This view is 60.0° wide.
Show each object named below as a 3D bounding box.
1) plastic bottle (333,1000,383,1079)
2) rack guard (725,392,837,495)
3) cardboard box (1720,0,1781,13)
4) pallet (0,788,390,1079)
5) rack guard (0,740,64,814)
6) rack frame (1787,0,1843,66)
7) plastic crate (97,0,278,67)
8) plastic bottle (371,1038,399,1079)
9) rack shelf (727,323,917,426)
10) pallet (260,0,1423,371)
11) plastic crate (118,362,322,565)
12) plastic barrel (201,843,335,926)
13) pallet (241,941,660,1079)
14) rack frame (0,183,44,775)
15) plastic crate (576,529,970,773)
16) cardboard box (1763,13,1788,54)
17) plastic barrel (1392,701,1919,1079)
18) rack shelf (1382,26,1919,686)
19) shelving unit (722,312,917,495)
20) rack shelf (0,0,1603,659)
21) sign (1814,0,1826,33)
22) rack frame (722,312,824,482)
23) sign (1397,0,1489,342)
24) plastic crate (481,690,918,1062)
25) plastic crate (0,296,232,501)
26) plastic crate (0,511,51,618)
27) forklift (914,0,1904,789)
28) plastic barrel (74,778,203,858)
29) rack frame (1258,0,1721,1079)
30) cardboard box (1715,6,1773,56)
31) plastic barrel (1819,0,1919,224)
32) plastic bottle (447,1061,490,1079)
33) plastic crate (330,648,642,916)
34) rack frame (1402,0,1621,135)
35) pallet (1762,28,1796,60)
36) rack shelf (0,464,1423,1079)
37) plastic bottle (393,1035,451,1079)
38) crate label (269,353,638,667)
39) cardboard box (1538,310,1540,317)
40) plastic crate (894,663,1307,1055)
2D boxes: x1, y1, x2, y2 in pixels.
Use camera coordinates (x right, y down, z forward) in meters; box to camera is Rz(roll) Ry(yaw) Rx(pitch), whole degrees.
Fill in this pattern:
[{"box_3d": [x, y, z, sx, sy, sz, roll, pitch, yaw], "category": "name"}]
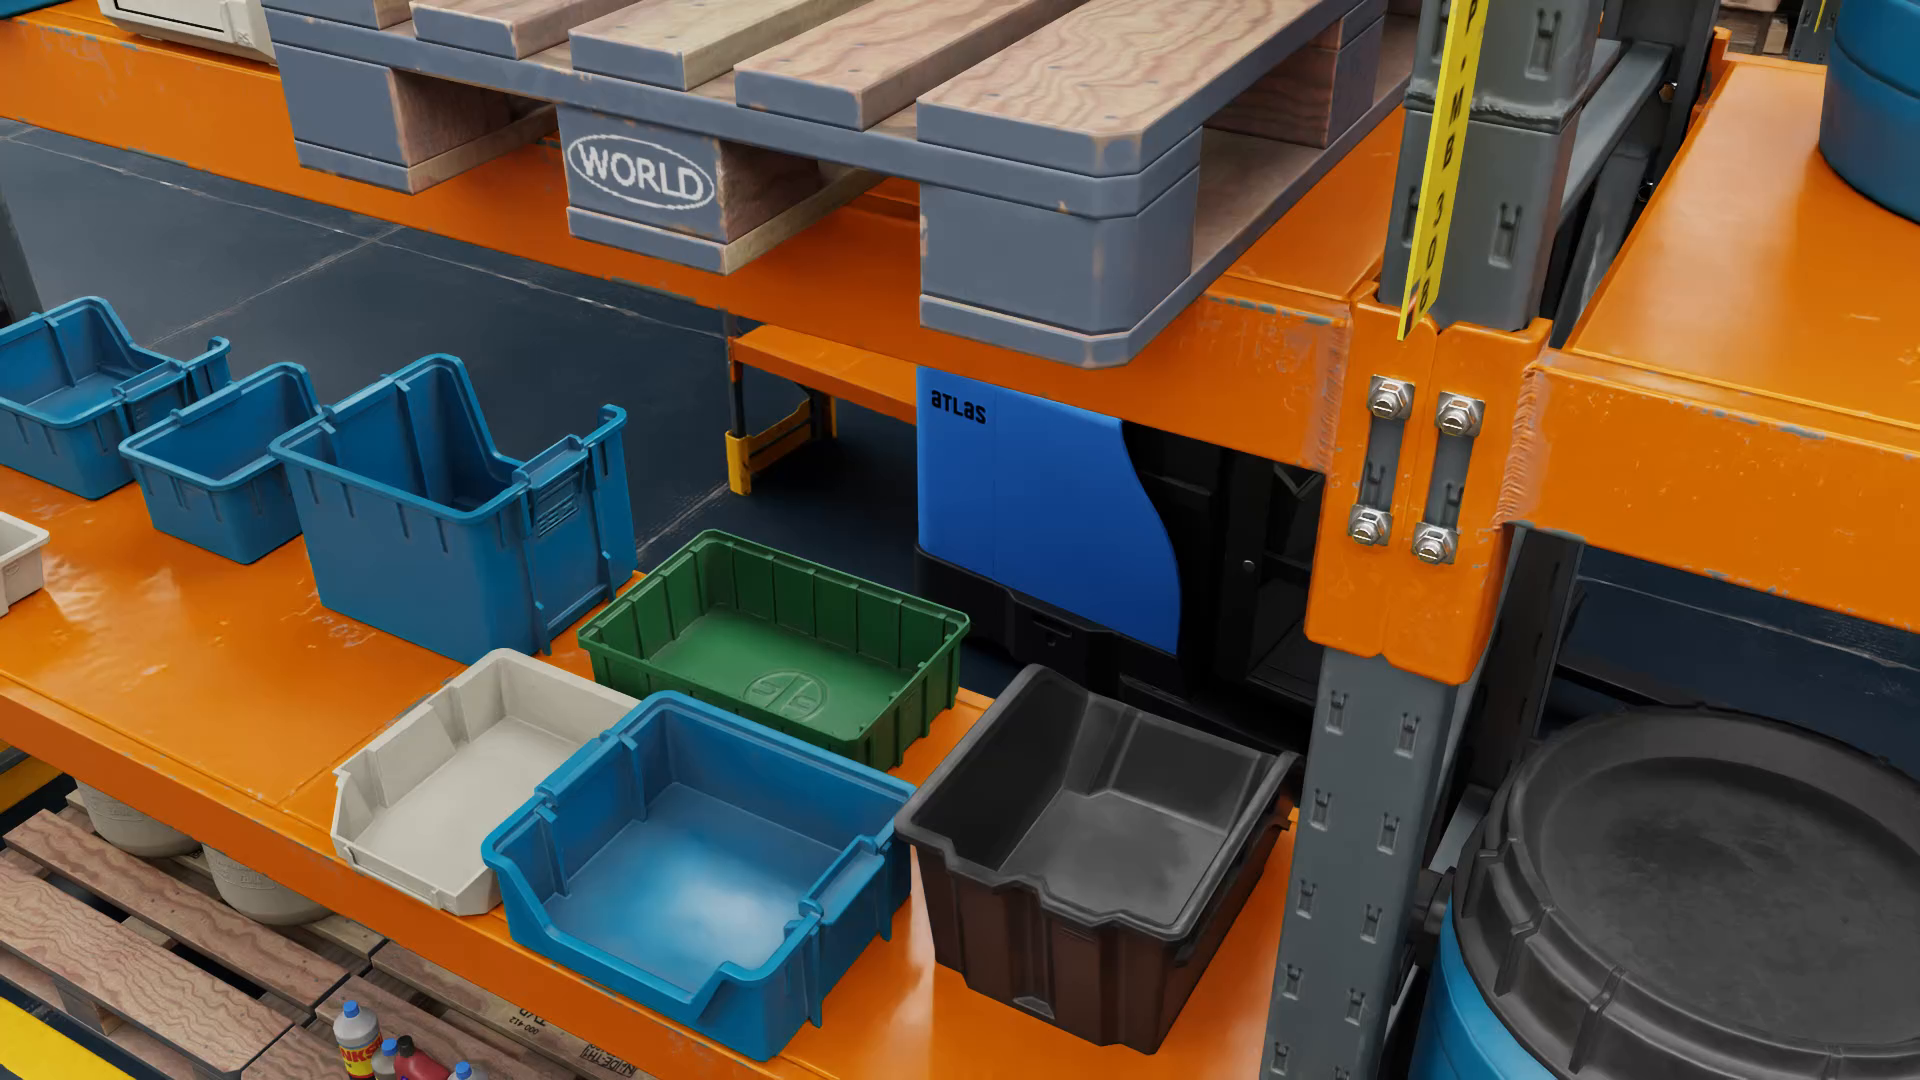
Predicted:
[{"box_3d": [-1.385, 1.170, 3.851, 0.097, 0.271, 0.097, 0, 34, 0], "category": "plastic bottle"}, {"box_3d": [-0.707, -0.421, 6.656, 0.087, 0.250, 0.587, 22, 39, 29], "category": "rack guard"}, {"box_3d": [2.787, -1.997, 5.867, 0.250, 0.149, 0.380, 18, 37, 24], "category": "cardboard box"}, {"box_3d": [-2.013, 0.954, 4.627, 1.213, 0.211, 1.003, 18, 37, 24], "category": "pallet"}, {"box_3d": [-2.715, 0.608, 4.886, 0.348, 0.500, 1.175, 18, 37, 24], "category": "rack guard"}, {"box_3d": [3.129, -1.713, 6.117, 0.127, 3.000, 1.000, 18, 37, 24], "category": "rack frame"}, {"box_3d": [-0.926, -0.716, 2.151, 0.396, 0.136, 0.243, 18, 37, 24], "category": "plastic crate"}, {"box_3d": [-1.295, 1.228, 3.828, 0.097, 0.201, 0.097, 0, 34, 0], "category": "plastic bottle"}, {"box_3d": [-0.311, -0.633, 6.171, 1.000, 0.185, 0.538, 22, 39, 29], "category": "rack shelf"}, {"box_3d": [-0.007, -0.652, 1.987, 1.003, 0.211, 1.213, 18, 37, 24], "category": "pallet"}, {"box_3d": [-1.661, -0.194, 3.969, 0.408, 0.251, 0.499, 18, 37, 24], "category": "plastic crate"}, {"box_3d": [-1.760, 0.712, 4.340, 0.421, 0.512, 0.421, 0, 34, 0], "category": "plastic barrel"}, {"box_3d": [-0.958, 1.290, 4.122, 1.213, 0.211, 1.003, 18, 37, 24], "category": "pallet"}, {"box_3d": [-2.805, -0.431, 4.191, 0.127, 3.000, 1.000, 18, 37, 24], "category": "rack frame"}, {"box_3d": [-0.370, 0.248, 3.362, 0.662, 0.188, 0.450, 18, 37, 24], "category": "plastic crate"}, {"box_3d": [5.105, -3.235, 10.561, 0.250, 0.166, 0.380, 13, 36, 18], "category": "cardboard box"}, {"box_3d": [0.853, 0.713, 2.021, 0.708, 0.901, 0.600, 18, 37, 24], "category": "plastic barrel"}, {"box_3d": [2.405, 0.270, 1.081, 4.000, 0.370, 1.077, 18, 37, 24], "category": "rack shelf"}, {"box_3d": [-0.304, -0.779, 6.067, 1.083, 1.500, 0.587, 22, 39, 29], "category": "shelving unit"}, {"box_3d": [-1.068, -0.830, 2.733, 4.000, 0.370, 1.077, 18, 37, 24], "category": "rack shelf"}, {"box_3d": [2.855, -1.839, 5.453, 0.005, 0.325, 0.100, 18, 37, 24], "category": "sign"}, {"box_3d": [-0.723, -0.947, 6.319, 0.032, 1.500, 0.500, 22, 39, 29], "category": "rack frame"}, {"box_3d": [0.386, -0.321, 1.312, 0.005, 0.325, 0.100, 18, 37, 24], "category": "sign"}, {"box_3d": [-0.427, 0.557, 2.841, 0.616, 0.251, 0.499, 18, 37, 24], "category": "plastic crate"}, {"box_3d": [-2.222, -0.375, 4.242, 0.616, 0.251, 0.499, 18, 37, 24], "category": "plastic crate"}, {"box_3d": [-2.187, 0.080, 3.662, 0.250, 0.136, 0.298, 18, 37, 24], "category": "plastic crate"}, {"box_3d": [1.336, -0.686, 4.635, 3.031, 2.935, 1.130, 22, 39, 29], "category": "forklift"}, {"box_3d": [-2.195, 0.574, 4.547, 0.421, 0.512, 0.421, 0, 34, 0], "category": "plastic barrel"}, {"box_3d": [0.668, 0.669, 2.539, 0.127, 3.000, 1.000, 18, 37, 24], "category": "rack frame"}, {"box_3d": [2.741, -1.874, 6.268, 0.500, 0.500, 0.700, 17, 37, 23], "category": "cardboard box"}, {"box_3d": [1.217, -0.753, 1.515, 0.708, 0.901, 0.600, 18, 37, 24], "category": "plastic barrel"}, {"box_3d": [-1.088, 1.264, 3.709, 0.097, 0.271, 0.097, 0, 34, 0], "category": "plastic bottle"}, {"box_3d": [-0.867, 0.454, 3.099, 0.437, 0.136, 0.530, 18, 37, 24], "category": "plastic crate"}, {"box_3d": [0.668, -1.828, 0.876, 0.127, 3.000, 1.000, 18, 37, 24], "category": "rack frame"}, {"box_3d": [4.983, -3.105, 10.723, 1.213, 0.211, 1.003, 18, 37, 24], "category": "pallet"}, {"box_3d": [-1.068, 0.419, 3.564, 4.000, 0.370, 1.077, 18, 37, 24], "category": "rack shelf"}, {"box_3d": [-1.198, 1.236, 3.741, 0.133, 0.283, 0.061, 18, 38, 25], "category": "plastic bottle"}, {"box_3d": [-1.072, -0.070, 3.616, 0.616, 0.435, 0.502, 18, 37, 24], "category": "crate label"}, {"box_3d": [2.190, -1.221, 6.803, 0.500, 0.500, 0.500, 18, 37, 24], "category": "cardboard box"}, {"box_3d": [0.277, 0.490, 2.864, 0.504, 0.338, 0.767, 18, 37, 24], "category": "plastic crate"}]
